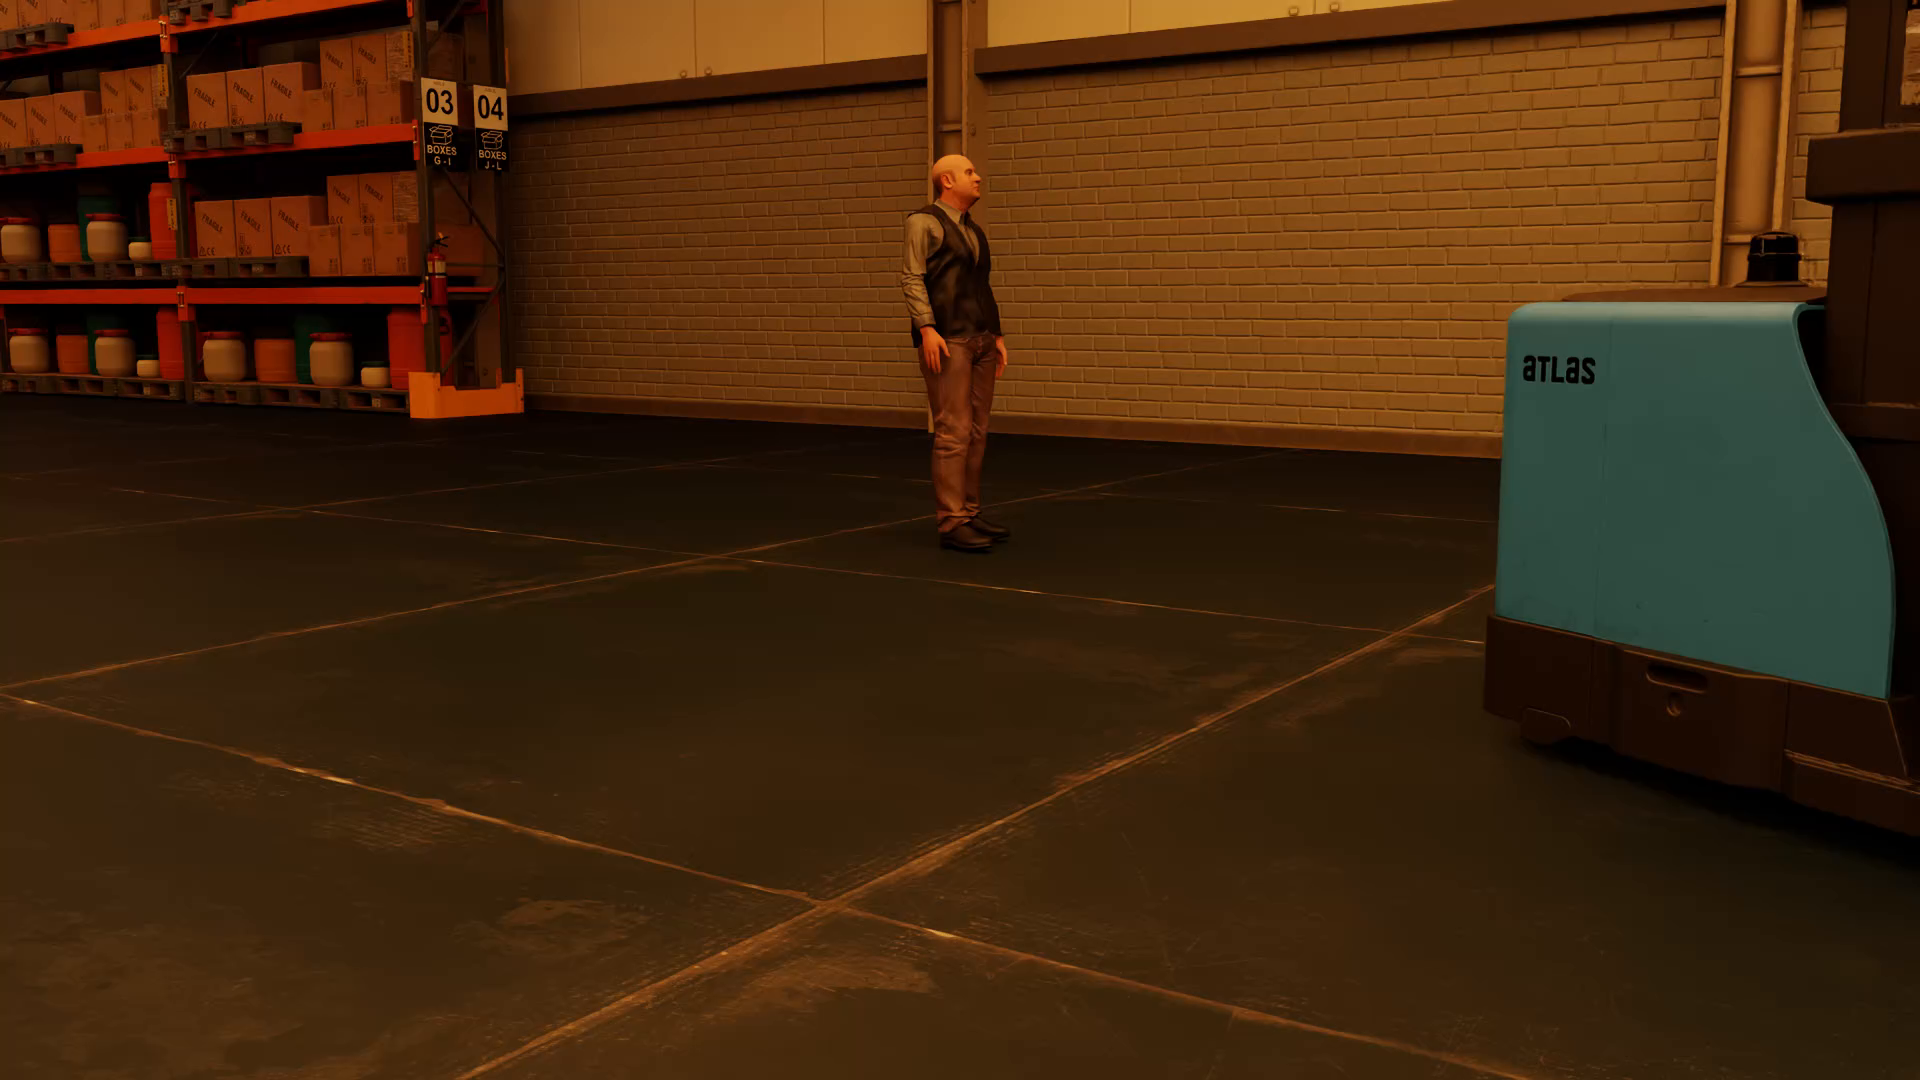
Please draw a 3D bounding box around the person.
[{"bbox_3d":[0.047,-0.854,7.440,0.568,1.720,0.632,5,10,34],"label":"person"}]

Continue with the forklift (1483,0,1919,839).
[{"bbox_3d":[2.455,-0.813,2.906,1.130,2.935,3.031,-4,9,-29],"label":"forklift"}]
